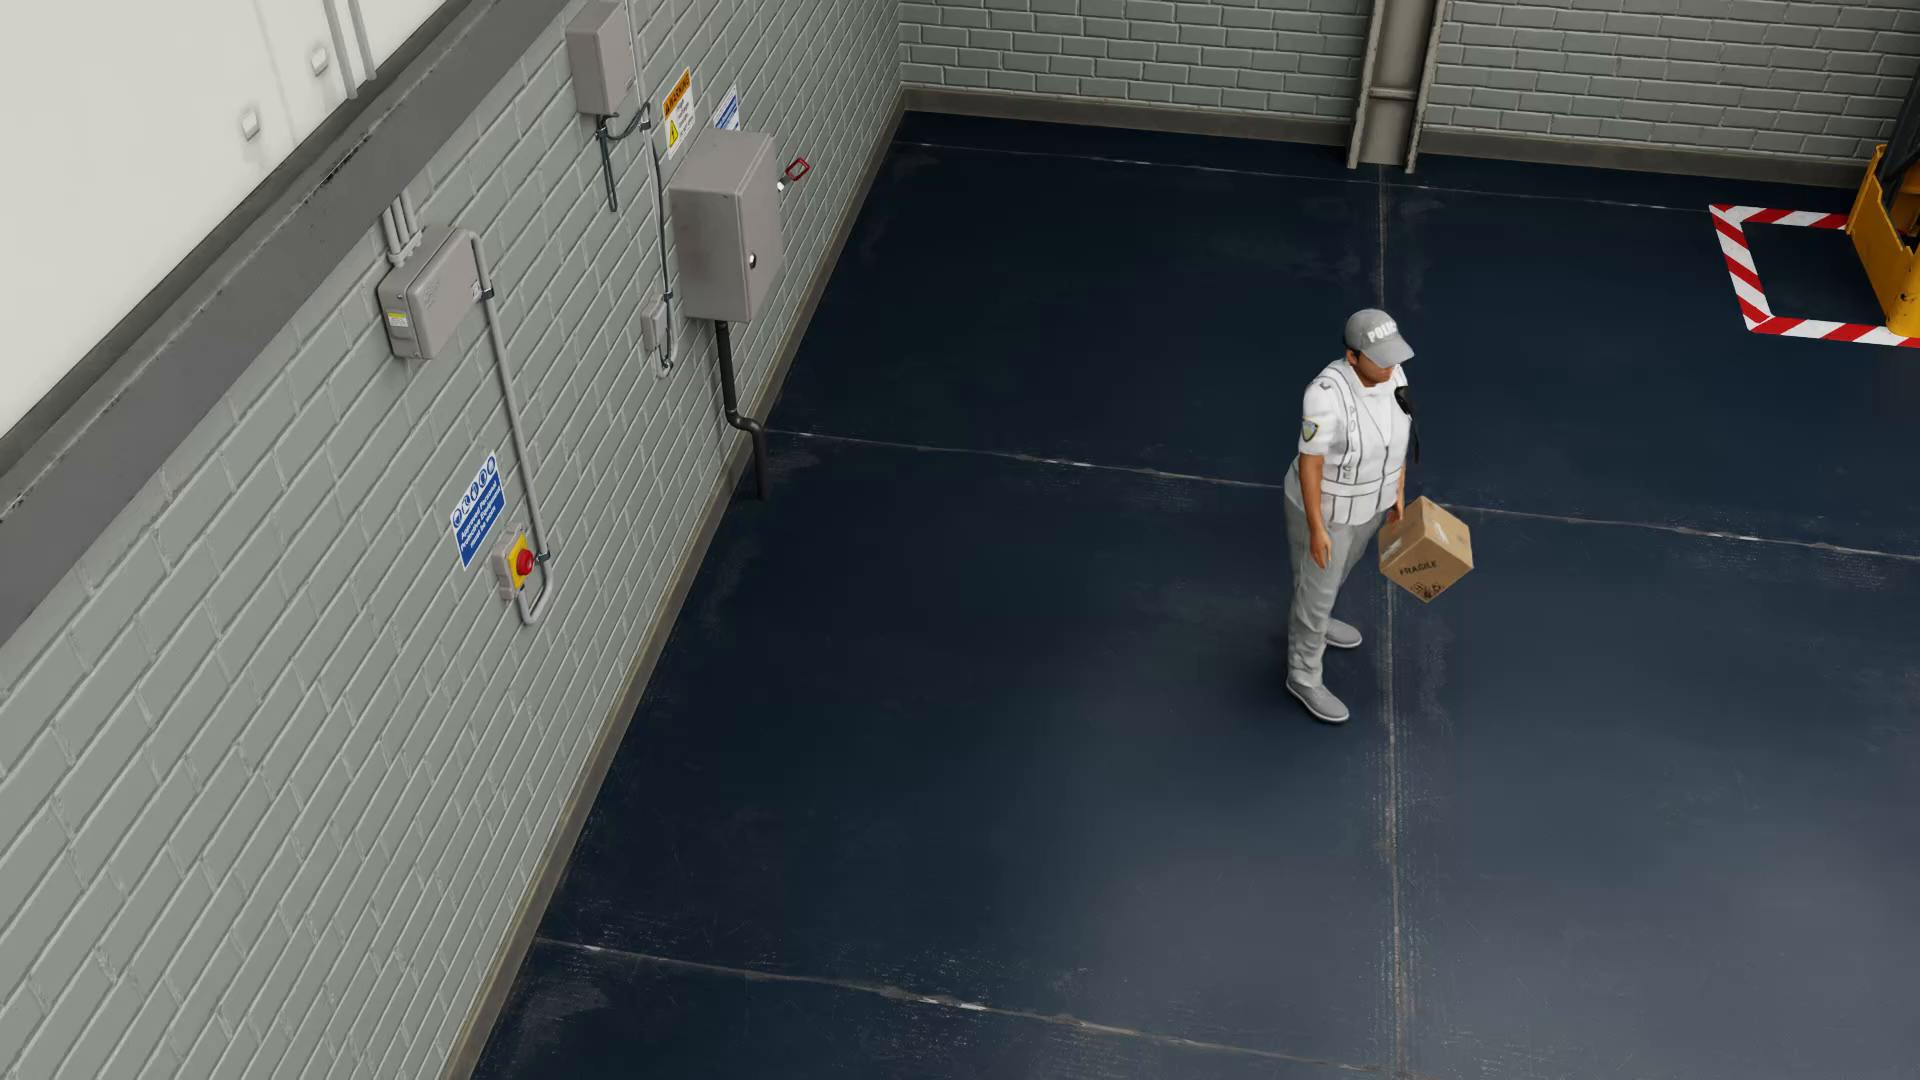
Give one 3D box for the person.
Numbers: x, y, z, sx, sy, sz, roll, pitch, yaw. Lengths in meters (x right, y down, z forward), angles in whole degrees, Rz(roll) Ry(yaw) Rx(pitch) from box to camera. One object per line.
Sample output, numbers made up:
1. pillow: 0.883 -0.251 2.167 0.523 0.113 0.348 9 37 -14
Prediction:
1. person: 1.489 -0.107 6.260 0.559 1.664 0.540 -27 47 -27
